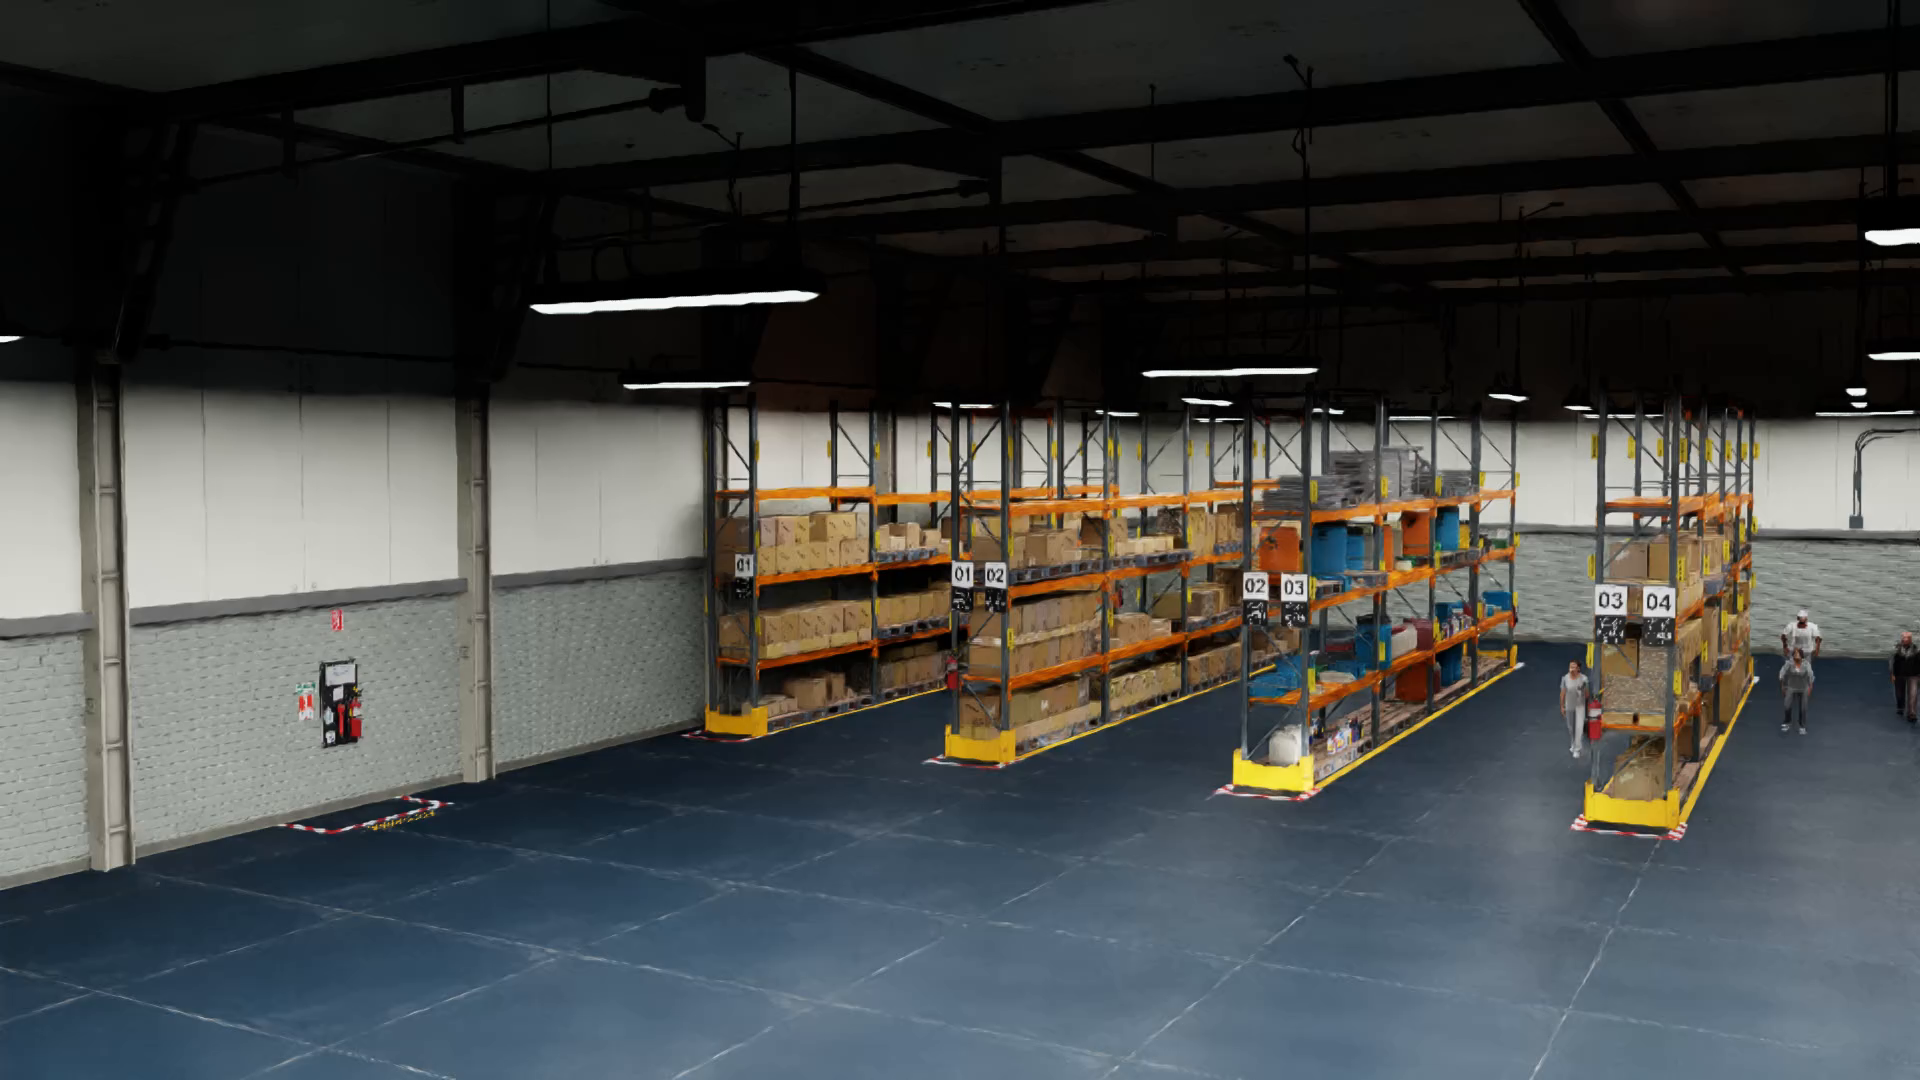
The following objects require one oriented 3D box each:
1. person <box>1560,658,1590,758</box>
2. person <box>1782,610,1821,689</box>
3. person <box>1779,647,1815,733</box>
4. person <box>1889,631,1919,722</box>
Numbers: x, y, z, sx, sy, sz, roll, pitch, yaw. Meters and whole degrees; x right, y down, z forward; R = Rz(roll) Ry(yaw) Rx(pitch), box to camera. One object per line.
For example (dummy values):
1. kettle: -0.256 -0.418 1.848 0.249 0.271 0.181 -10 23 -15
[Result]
1. person: 10.019 2.718 27.144 0.447 1.588 1.095 2 4 32
2. person: 17.422 2.292 34.454 0.719 1.714 0.578 2 3 27
3. person: 14.794 2.650 29.412 0.566 1.518 0.519 1 3 26
4. person: 17.505 2.504 30.804 0.543 1.648 1.115 2 4 31
